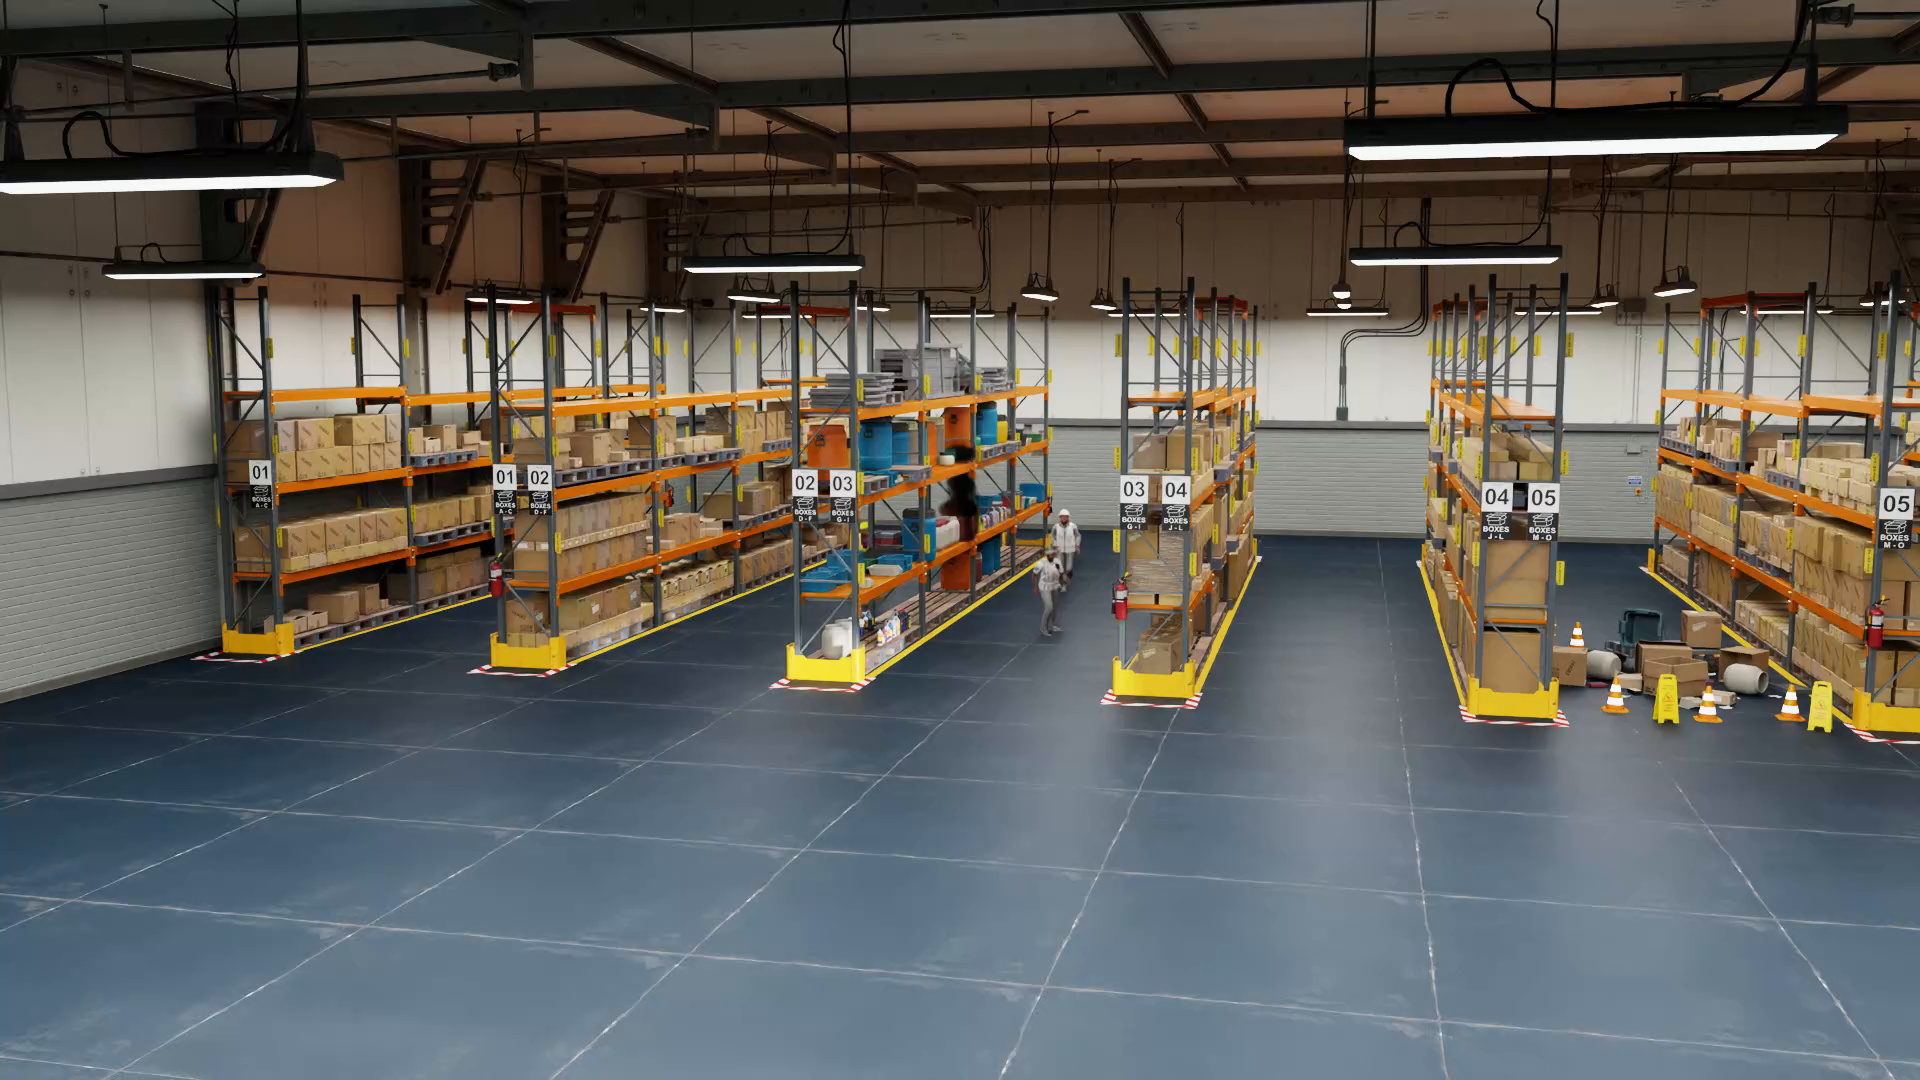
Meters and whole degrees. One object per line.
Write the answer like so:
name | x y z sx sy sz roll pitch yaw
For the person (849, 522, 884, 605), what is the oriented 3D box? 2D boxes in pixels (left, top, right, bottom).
person | -1.824 0.447 32.505 0.679 1.670 0.873 -1 7 -5

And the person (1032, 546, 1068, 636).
person | 1.615 0.904 29.214 0.624 1.628 0.796 -4 8 -31

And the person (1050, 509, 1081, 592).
person | 2.166 0.223 34.210 0.650 1.720 0.607 0 7 4
